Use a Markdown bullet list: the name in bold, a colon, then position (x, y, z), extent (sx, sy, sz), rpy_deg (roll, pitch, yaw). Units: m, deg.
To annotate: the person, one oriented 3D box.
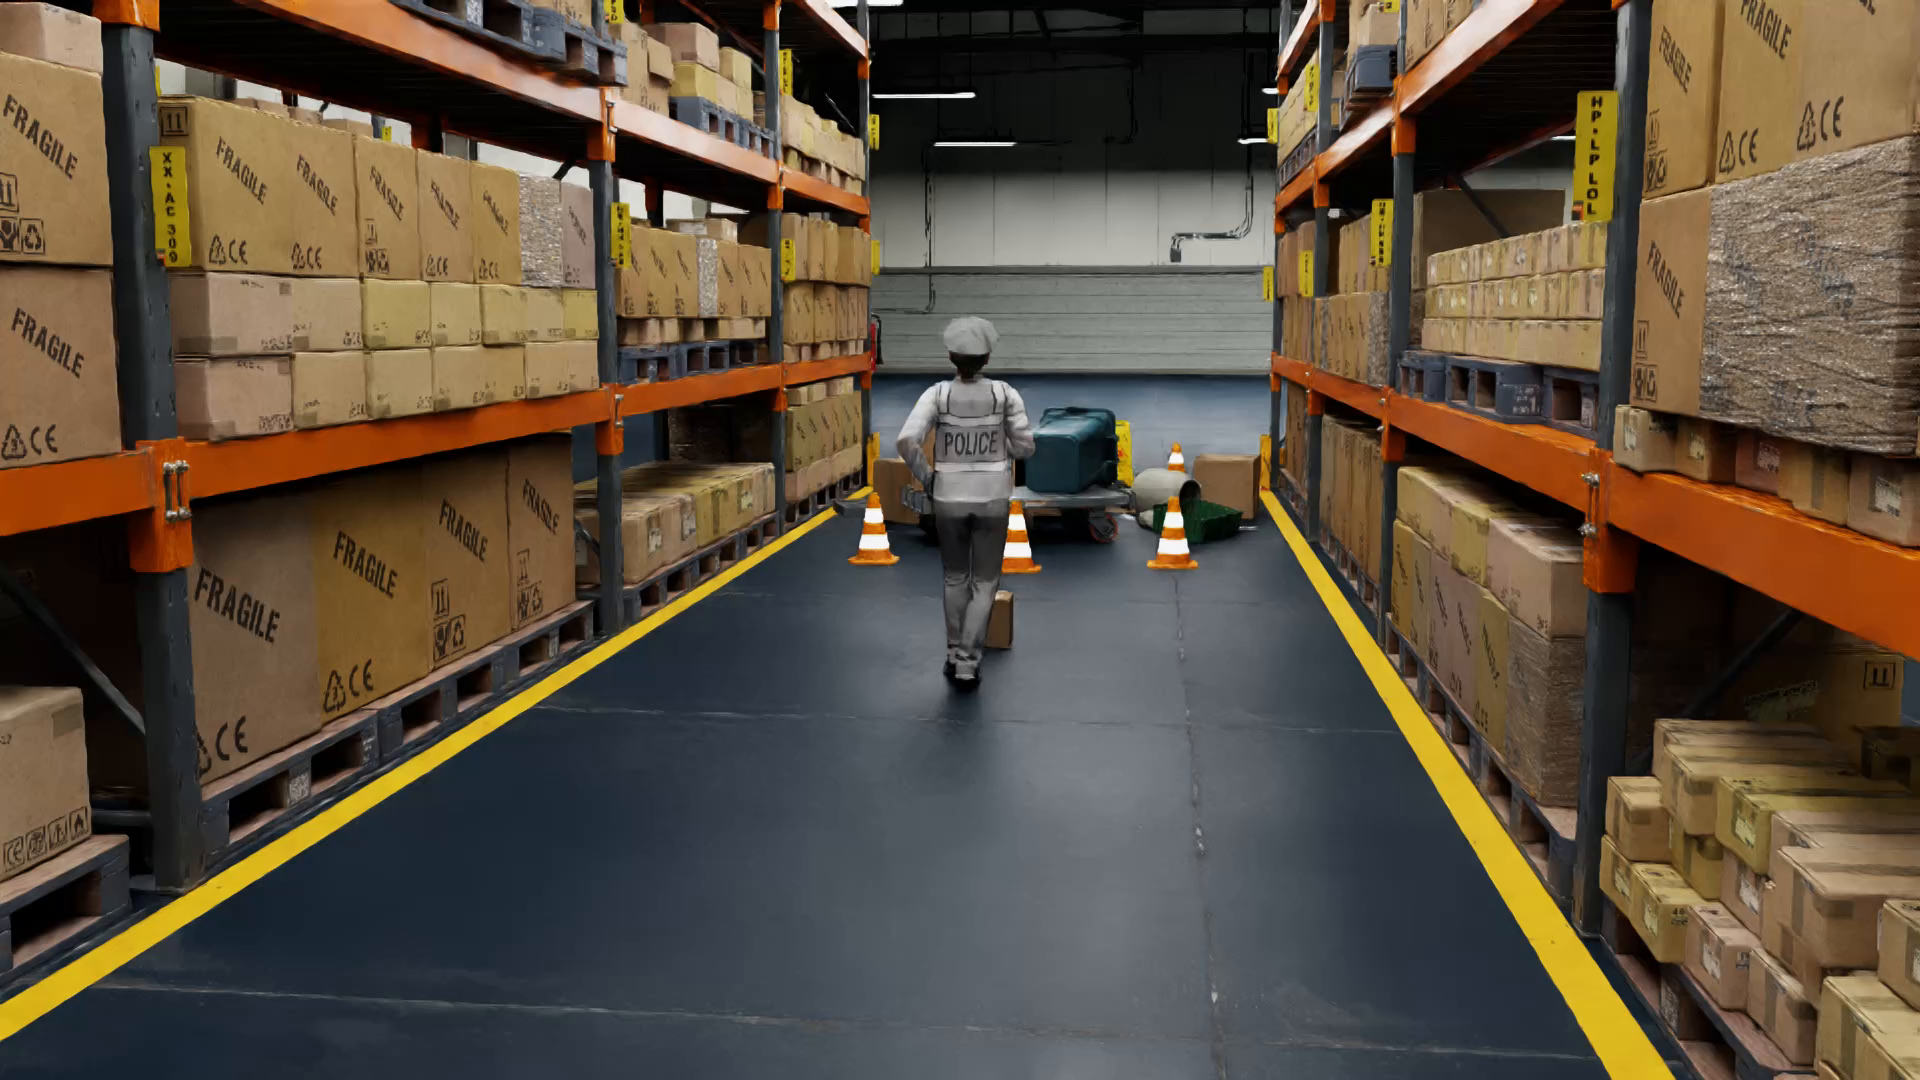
- **person**: position (0.046, -0.155, 7.540), extent (0.593, 1.715, 0.618), rpy_deg (1, 8, 7)
